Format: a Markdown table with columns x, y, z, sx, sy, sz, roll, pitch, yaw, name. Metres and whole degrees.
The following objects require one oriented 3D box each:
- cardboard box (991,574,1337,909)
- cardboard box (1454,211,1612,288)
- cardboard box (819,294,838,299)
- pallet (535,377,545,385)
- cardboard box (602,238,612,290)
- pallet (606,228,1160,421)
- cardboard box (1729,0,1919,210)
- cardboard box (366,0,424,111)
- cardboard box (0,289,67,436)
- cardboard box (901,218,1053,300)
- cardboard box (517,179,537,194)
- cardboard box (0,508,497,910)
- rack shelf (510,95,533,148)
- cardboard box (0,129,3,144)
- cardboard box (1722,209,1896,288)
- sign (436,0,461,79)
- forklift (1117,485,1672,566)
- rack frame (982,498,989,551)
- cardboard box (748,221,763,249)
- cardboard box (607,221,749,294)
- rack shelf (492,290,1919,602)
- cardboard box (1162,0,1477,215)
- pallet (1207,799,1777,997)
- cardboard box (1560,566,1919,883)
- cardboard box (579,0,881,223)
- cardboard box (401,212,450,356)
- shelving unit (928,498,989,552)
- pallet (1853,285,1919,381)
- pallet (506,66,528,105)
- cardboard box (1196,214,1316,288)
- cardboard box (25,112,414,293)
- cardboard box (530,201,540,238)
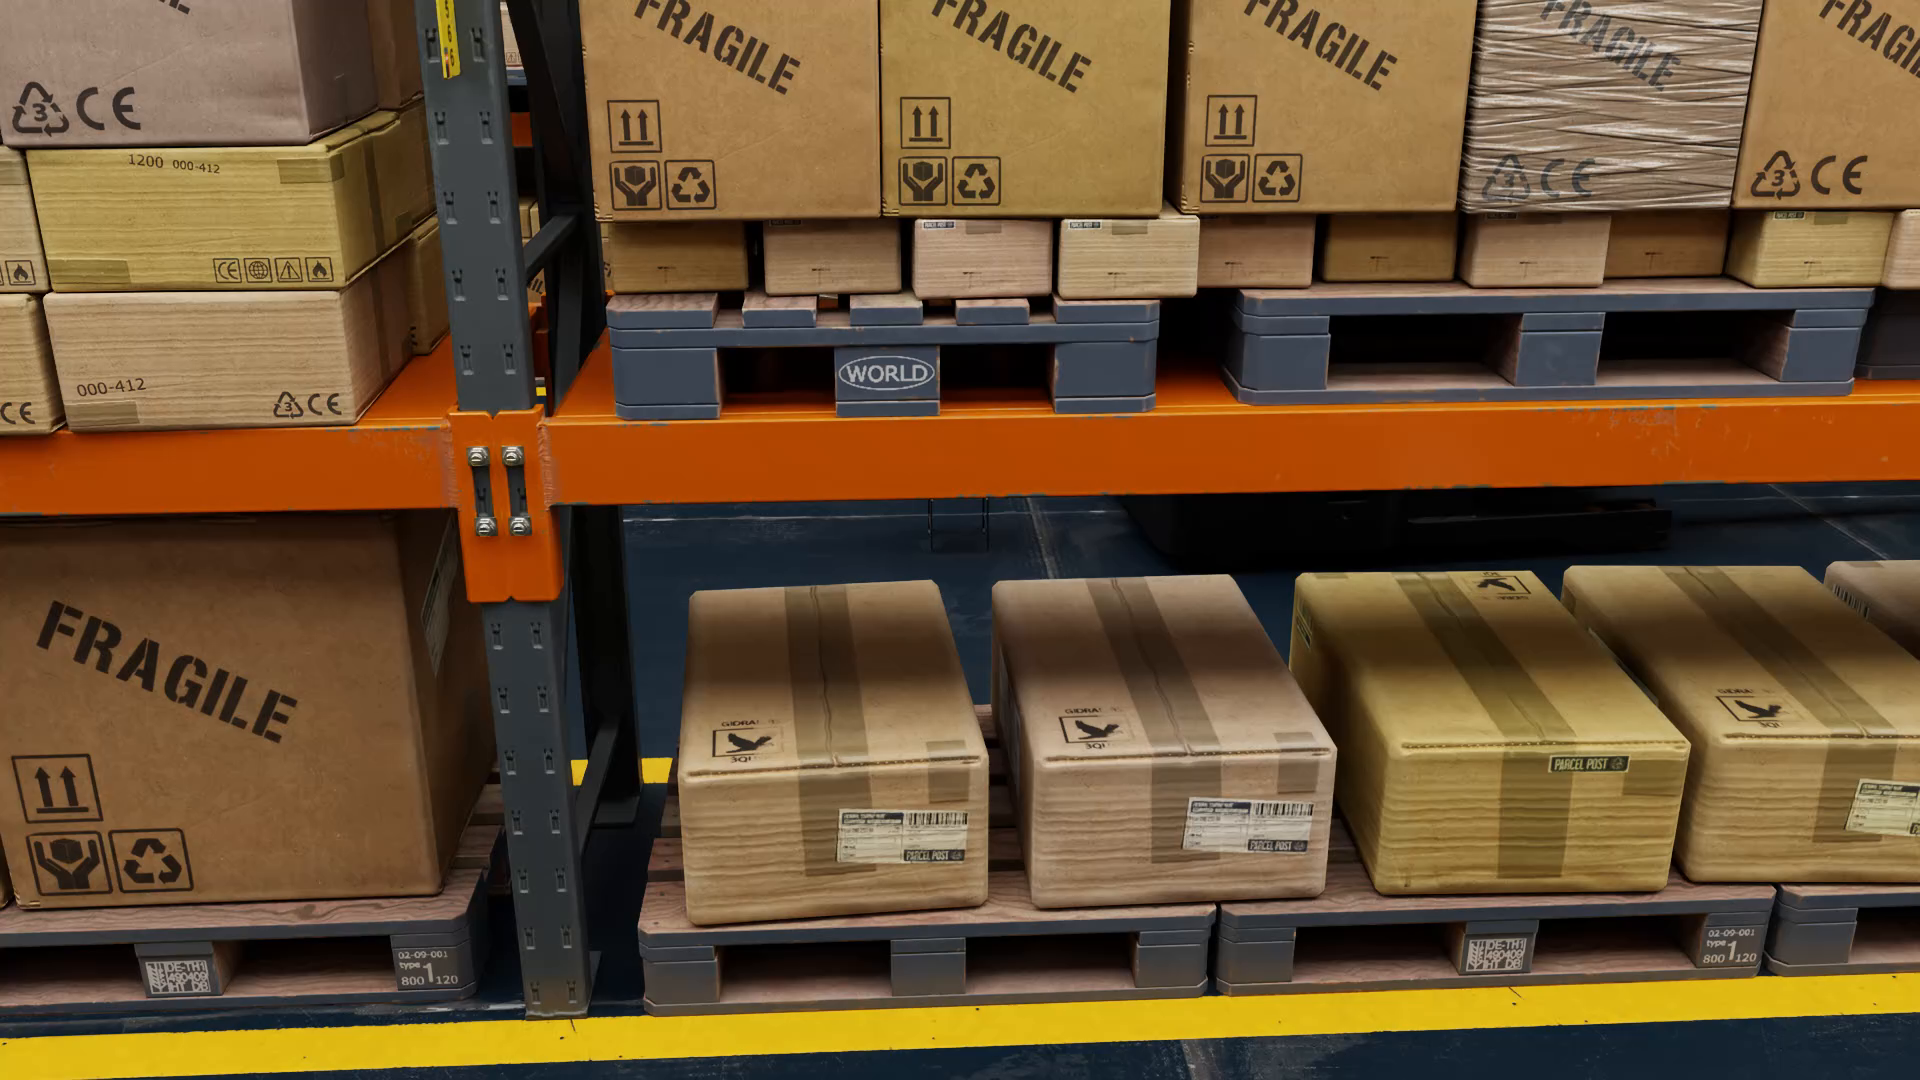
| x | y | z | sx | sy | sz | roll | pitch | yaw | name |
| --- | --- | --- | --- | --- | --- | --- | --- | --- | --- |
| 0.427 | 0.432 | 3.874 | 0.625 | 0.372 | 0.950 | -2 | 21 | -4 | cardboard box |
| 1.078 | -0.609 | 3.269 | 0.250 | 0.149 | 0.380 | -1 | 21 | -1 | cardboard box |
| -0.537 | -1.432 | 8.413 | 0.625 | 0.625 | 0.875 | -1 | 21 | -1 | cardboard box |
| -1.908 | -1.033 | 8.537 | 1.213 | 0.211 | 1.003 | -1 | 21 | -3 | pallet |
| -1.570 | -1.281 | 8.192 | 0.500 | 0.500 | 0.500 | -1 | 21 | -1 | cardboard box |
| -0.168 | -0.537 | 3.585 | 1.003 | 0.211 | 1.213 | -1 | 21 | -3 | pallet |
| 1.661 | -0.928 | 3.194 | 0.500 | 0.500 | 0.500 | 0 | 21 | -1 | cardboard box |
| -1.380 | -1.165 | 3.420 | 0.500 | 0.500 | 0.500 | -2 | 21 | -5 | cardboard box |
| -1.873 | -0.386 | 3.129 | 0.500 | 0.250 | 0.500 | -1 | 21 | -2 | cardboard box |
| 0.022 | -0.577 | 3.183 | 0.250 | 0.149 | 0.380 | -3 | 21 | -7 | cardboard box |
| -2.210 | -1.740 | 8.485 | 0.250 | 0.149 | 0.380 | -1 | 21 | -2 | cardboard box |
| -1.568 | 0.207 | 3.758 | 0.875 | 0.875 | 0.875 | -1 | 21 | -4 | cardboard box |
| -3.157 | -1.961 | 8.066 | 4.000 | 0.370 | 1.077 | -1 | 21 | -3 | rack shelf |
| -1.886 | -0.972 | 2.912 | 0.500 | 0.500 | 0.500 | -1 | 21 | -2 | cardboard box |
| 1.603 | -0.610 | 3.271 | 0.250 | 0.149 | 0.380 | -1 | 21 | -3 | cardboard box |
| -0.839 | -0.918 | 2.690 | 0.005 | 0.325 | 0.100 | -1 | 21 | -3 | sign |
| 2.121 | -1.507 | 5.961 | 3.031 | 2.935 | 1.130 | -3 | 21 | -8 | forklift |
| 0.093 | -0.422 | 5.966 | 0.006 | 0.900 | 0.240 | -1 | 21 | -3 | rack frame |
| -0.560 | -0.743 | 3.621 | 0.250 | 0.149 | 0.380 | 0 | 21 | -1 | cardboard box |
| -0.538 | -0.594 | 3.228 | 0.250 | 0.149 | 0.380 | -2 | 21 | -6 | cardboard box |
| 1.123 | -0.279 | 3.649 | 4.000 | 0.370 | 1.077 | -1 | 21 | -3 | rack shelf |
| 0.639 | -0.910 | 3.146 | 0.500 | 0.500 | 0.500 | -1 | 21 | -2 | cardboard box |
| 1.122 | 0.690 | 4.013 | 1.213 | 0.211 | 1.003 | -1 | 21 | -3 | pallet |
| 1.879 | 0.404 | 3.948 | 0.625 | 0.372 | 0.950 | 0 | 21 | 0 | cardboard box |
| -0.411 | -0.883 | 3.077 | 0.500 | 0.500 | 0.500 | -2 | 21 | -5 | cardboard box |
| -1.376 | -0.584 | 3.649 | 0.500 | 0.250 | 0.500 | -2 | 21 | -4 | cardboard box |
| -0.008 | -0.420 | 5.960 | 0.210 | 0.900 | 0.258 | -1 | 21 | -3 | shelving unit |
| 2.349 | -0.602 | 3.756 | 1.213 | 0.211 | 1.003 | -1 | 21 | -3 | pallet |
| -1.833 | -2.209 | 7.978 | 1.003 | 0.211 | 1.213 | -1 | 21 | -3 | pallet |
| 0.534 | -0.608 | 3.264 | 0.250 | 0.149 | 0.380 | 0 | 21 | 0 | cardboard box |
| -1.343 | -0.638 | 3.089 | 0.500 | 0.250 | 0.500 | -1 | 21 | -3 | cardboard box |
| -1.910 | -1.552 | 7.994 | 0.250 | 0.149 | 0.380 | -2 | 21 | -6 | cardboard box |
